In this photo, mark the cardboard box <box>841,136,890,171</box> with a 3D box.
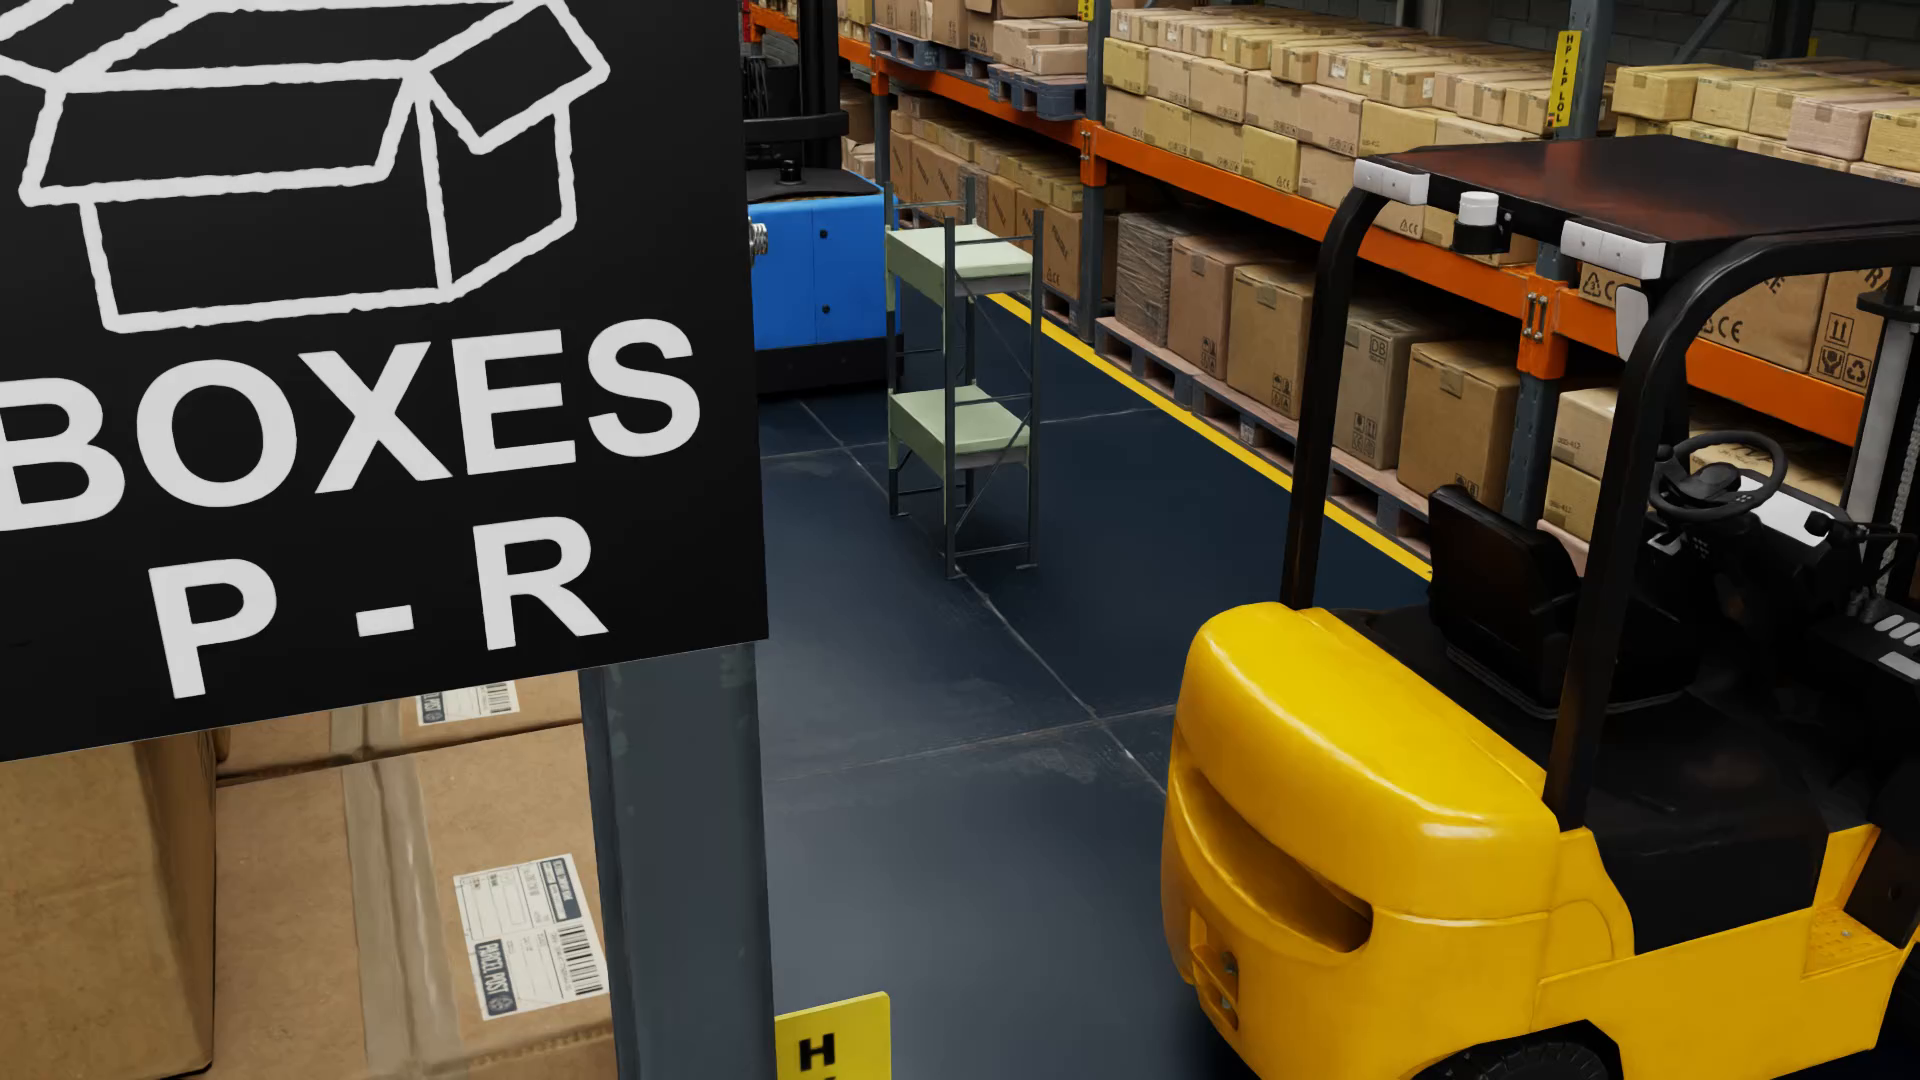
[{"bbox_3d":[-0.797,-3.331,14.272,0.396,0.266,0.258,-7,24,-17],"label":"cardboard box"}]

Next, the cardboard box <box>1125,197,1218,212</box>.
[{"bbox_3d":[1.327,-1.886,10.540,0.500,0.500,0.500,-7,24,-17],"label":"cardboard box"}]

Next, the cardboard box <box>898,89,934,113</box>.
[{"bbox_3d":[-0.265,-3.425,12.974,0.380,0.149,0.250,-9,24,-20],"label":"cardboard box"}]

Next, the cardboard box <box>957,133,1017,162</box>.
[{"bbox_3d":[0.198,-2.814,11.907,0.380,0.149,0.250,-7,24,-17],"label":"cardboard box"}]

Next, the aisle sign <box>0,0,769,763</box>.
[{"bbox_3d":[-0.291,-0.281,0.708,0.394,0.787,0.004,-8,24,-19],"label":"aisle sign"}]

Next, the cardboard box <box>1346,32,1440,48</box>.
[{"bbox_3d":[2.078,-2.352,8.004,0.380,0.149,0.250,-8,24,-17],"label":"cardboard box"}]

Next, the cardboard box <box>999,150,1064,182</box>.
[{"bbox_3d":[0.485,-2.527,11.227,0.380,0.149,0.250,-9,24,-20],"label":"cardboard box"}]

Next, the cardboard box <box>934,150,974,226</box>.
[{"bbox_3d":[0.130,-2.567,12.156,0.500,0.500,0.500,-9,25,-21],"label":"cardboard box"}]

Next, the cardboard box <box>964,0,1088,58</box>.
[{"bbox_3d":[0.464,-3.461,10.927,0.797,0.503,0.637,-9,24,-20],"label":"cardboard box"}]

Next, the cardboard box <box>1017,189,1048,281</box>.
[{"bbox_3d":[0.696,-2.002,10.815,0.500,0.500,0.500,-9,24,-20],"label":"cardboard box"}]

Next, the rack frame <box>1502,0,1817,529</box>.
[{"bbox_3d":[2.627,-1.199,6.233,1.000,3.000,0.127,-8,24,-19],"label":"rack frame"}]

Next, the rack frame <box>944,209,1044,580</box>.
[{"bbox_3d":[0.132,-0.556,6.637,0.400,1.500,0.023,-8,24,-19],"label":"rack frame"}]

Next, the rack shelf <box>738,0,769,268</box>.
[{"bbox_3d":[-1.309,-0.841,2.447,1.077,0.370,4.000,-8,24,-19],"label":"rack shelf"}]

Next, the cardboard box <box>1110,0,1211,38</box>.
[{"bbox_3d":[1.178,-3.101,10.075,0.500,0.500,0.500,-7,24,-17],"label":"cardboard box"}]

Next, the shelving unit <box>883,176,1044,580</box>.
[{"bbox_3d":[0.002,-0.689,6.953,0.431,1.500,0.755,-8,24,-19],"label":"shelving unit"}]

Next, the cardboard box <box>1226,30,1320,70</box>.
[{"bbox_3d":[1.516,-2.374,8.056,0.380,0.149,0.250,-8,24,-18],"label":"cardboard box"}]

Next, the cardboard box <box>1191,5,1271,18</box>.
[{"bbox_3d":[1.518,-2.907,9.322,0.380,0.149,0.250,-8,24,-17],"label":"cardboard box"}]

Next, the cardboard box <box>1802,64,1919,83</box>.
[{"bbox_3d":[3.072,-1.510,5.623,0.380,0.149,0.250,-9,24,-20],"label":"cardboard box"}]

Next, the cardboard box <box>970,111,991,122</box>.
[{"bbox_3d":[0.298,-3.257,12.959,0.380,0.149,0.250,-8,24,-19],"label":"cardboard box"}]

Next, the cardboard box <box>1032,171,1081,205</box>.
[{"bbox_3d":[0.677,-2.233,10.528,0.380,0.149,0.250,-10,25,-22],"label":"cardboard box"}]

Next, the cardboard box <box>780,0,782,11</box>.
[{"bbox_3d":[-1.495,-5.110,15.835,0.380,0.149,0.250,-9,24,-20],"label":"cardboard box"}]

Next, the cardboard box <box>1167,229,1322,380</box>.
[{"bbox_3d":[1.659,-1.287,8.958,0.875,0.625,0.625,-8,24,-17],"label":"cardboard box"}]

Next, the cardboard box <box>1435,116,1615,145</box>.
[{"bbox_3d":[2.214,-1.504,6.505,0.500,0.250,0.500,-9,24,-20],"label":"cardboard box"}]

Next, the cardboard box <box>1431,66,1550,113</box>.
[{"bbox_3d":[2.153,-1.825,6.755,0.380,0.149,0.250,-8,24,-19],"label":"cardboard box"}]

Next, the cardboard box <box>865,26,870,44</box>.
[{"bbox_3d":[-0.549,-4.071,13.371,0.380,0.149,0.250,-8,24,-18],"label":"cardboard box"}]

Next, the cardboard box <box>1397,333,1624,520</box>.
[{"bbox_3d":[2.432,-0.486,7.059,0.875,0.625,0.625,-7,24,-17],"label":"cardboard box"}]

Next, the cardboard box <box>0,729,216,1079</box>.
[{"bbox_3d":[-0.987,0.137,1.264,0.700,0.500,0.500,-9,24,-20],"label":"cardboard box"}]

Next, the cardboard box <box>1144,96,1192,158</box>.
[{"bbox_3d":[1.315,-2.205,8.813,0.500,0.250,0.500,-9,24,-20],"label":"cardboard box"}]

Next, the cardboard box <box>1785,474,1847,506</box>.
[{"bbox_3d":[2.862,-0.001,5.103,0.500,0.250,0.500,-7,24,-17],"label":"cardboard box"}]

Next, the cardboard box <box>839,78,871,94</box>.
[{"bbox_3d":[-1.220,-4.050,15.674,0.700,0.500,0.500,-7,24,-17],"label":"cardboard box"}]

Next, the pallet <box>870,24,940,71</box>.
[{"bbox_3d":[-0.019,-3.712,12.443,1.003,0.211,1.213,-8,24,-19],"label":"pallet"}]

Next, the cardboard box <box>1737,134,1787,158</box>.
[{"bbox_3d":[2.704,-1.208,5.289,0.380,0.149,0.250,-8,24,-19],"label":"cardboard box"}]

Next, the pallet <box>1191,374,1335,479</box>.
[{"bbox_3d":[1.895,-0.621,8.451,1.003,0.211,1.213,-8,24,-19],"label":"pallet"}]

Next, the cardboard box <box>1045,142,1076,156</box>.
[{"bbox_3d":[0.814,-2.688,11.608,0.380,0.149,0.250,-8,24,-19],"label":"cardboard box"}]

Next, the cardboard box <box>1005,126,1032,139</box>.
[{"bbox_3d":[0.554,-2.974,12.285,0.380,0.149,0.250,-8,24,-18],"label":"cardboard box"}]

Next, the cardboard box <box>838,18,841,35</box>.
[{"bbox_3d":[-0.843,-4.353,14.040,0.380,0.149,0.250,-8,24,-18],"label":"cardboard box"}]

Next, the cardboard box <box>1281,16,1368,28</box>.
[{"bbox_3d":[1.901,-2.645,8.700,0.380,0.149,0.250,-9,24,-20],"label":"cardboard box"}]

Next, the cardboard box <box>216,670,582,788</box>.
[{"bbox_3d":[-0.697,0.356,2.033,0.500,0.500,0.500,-8,24,-17],"label":"cardboard box"}]

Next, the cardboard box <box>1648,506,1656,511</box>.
[{"bbox_3d":[2.688,0.045,5.637,0.500,0.250,0.500,-8,24,-19],"label":"cardboard box"}]

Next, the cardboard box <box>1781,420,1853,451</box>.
[{"bbox_3d":[3.174,-0.252,5.698,0.500,0.250,0.500,-9,24,-20],"label":"cardboard box"}]

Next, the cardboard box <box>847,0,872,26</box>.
[{"bbox_3d":[-0.608,-4.326,13.461,0.500,0.250,0.500,-8,24,-18],"label":"cardboard box"}]

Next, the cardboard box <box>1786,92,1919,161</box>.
[{"bbox_3d":[2.732,-1.243,4.990,0.380,0.149,0.250,-8,24,-18],"label":"cardboard box"}]

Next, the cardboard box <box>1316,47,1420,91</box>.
[{"bbox_3d":[1.819,-2.098,7.402,0.380,0.149,0.250,-8,24,-19],"label":"cardboard box"}]

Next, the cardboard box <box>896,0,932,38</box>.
[{"bbox_3d":[-0.055,-3.951,12.093,0.700,0.500,0.500,-8,24,-18],"label":"cardboard box"}]

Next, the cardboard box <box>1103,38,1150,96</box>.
[{"bbox_3d":[1.118,-2.616,9.143,0.500,0.250,0.500,-8,24,-19],"label":"cardboard box"}]

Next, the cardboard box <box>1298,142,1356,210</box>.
[{"bbox_3d":[1.874,-1.644,7.481,0.500,0.250,0.500,-8,24,-19],"label":"cardboard box"}]

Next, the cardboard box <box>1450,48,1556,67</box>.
[{"bbox_3d":[2.396,-2.081,7.361,0.380,0.149,0.250,-8,24,-19],"label":"cardboard box"}]

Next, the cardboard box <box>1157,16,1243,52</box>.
[{"bbox_3d":[1.261,-2.655,8.722,0.380,0.149,0.250,-8,24,-18],"label":"cardboard box"}]

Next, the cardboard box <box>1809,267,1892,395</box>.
[{"bbox_3d":[2.918,-0.677,4.866,0.500,0.500,0.500,-9,24,-20],"label":"cardboard box"}]

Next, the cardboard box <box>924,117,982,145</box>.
[{"bbox_3d":[-0.050,-3.098,12.581,0.380,0.149,0.250,-10,25,-22],"label":"cardboard box"}]

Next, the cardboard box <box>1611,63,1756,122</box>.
[{"bbox_3d":[2.462,-1.525,5.659,0.380,0.149,0.250,-8,24,-18],"label":"cardboard box"}]

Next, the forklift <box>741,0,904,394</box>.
[{"bbox_3d":[-1.318,-2.664,9.798,1.130,2.935,3.031,-9,24,-20],"label":"forklift"}]

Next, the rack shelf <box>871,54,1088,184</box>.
[{"bbox_3d":[0.507,-3.048,11.545,1.077,0.370,4.000,-8,24,-19],"label":"rack shelf"}]

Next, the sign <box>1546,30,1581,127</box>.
[{"bbox_3d":[2.122,-1.618,5.839,0.100,0.325,0.005,-8,24,-19],"label":"sign"}]

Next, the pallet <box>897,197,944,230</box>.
[{"bbox_3d":[0.123,-2.531,12.982,1.003,0.211,1.213,-8,24,-19],"label":"pallet"}]

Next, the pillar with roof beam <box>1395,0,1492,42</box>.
[{"bbox_3d":[-1.510,-4.476,6.284,9.100,9.000,0.400,-8,24,-19],"label":"pillar with roof beam"}]

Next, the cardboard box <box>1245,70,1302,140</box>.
[{"bbox_3d":[1.690,-2.062,7.830,0.500,0.250,0.500,-8,24,-18],"label":"cardboard box"}]

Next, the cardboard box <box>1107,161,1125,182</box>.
[{"bbox_3d":[1.089,-2.405,10.937,0.380,0.149,0.250,-8,24,-18],"label":"cardboard box"}]

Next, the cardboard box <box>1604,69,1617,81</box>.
[{"bbox_3d":[2.657,-1.806,6.709,0.380,0.149,0.250,-9,25,-21],"label":"cardboard box"}]
